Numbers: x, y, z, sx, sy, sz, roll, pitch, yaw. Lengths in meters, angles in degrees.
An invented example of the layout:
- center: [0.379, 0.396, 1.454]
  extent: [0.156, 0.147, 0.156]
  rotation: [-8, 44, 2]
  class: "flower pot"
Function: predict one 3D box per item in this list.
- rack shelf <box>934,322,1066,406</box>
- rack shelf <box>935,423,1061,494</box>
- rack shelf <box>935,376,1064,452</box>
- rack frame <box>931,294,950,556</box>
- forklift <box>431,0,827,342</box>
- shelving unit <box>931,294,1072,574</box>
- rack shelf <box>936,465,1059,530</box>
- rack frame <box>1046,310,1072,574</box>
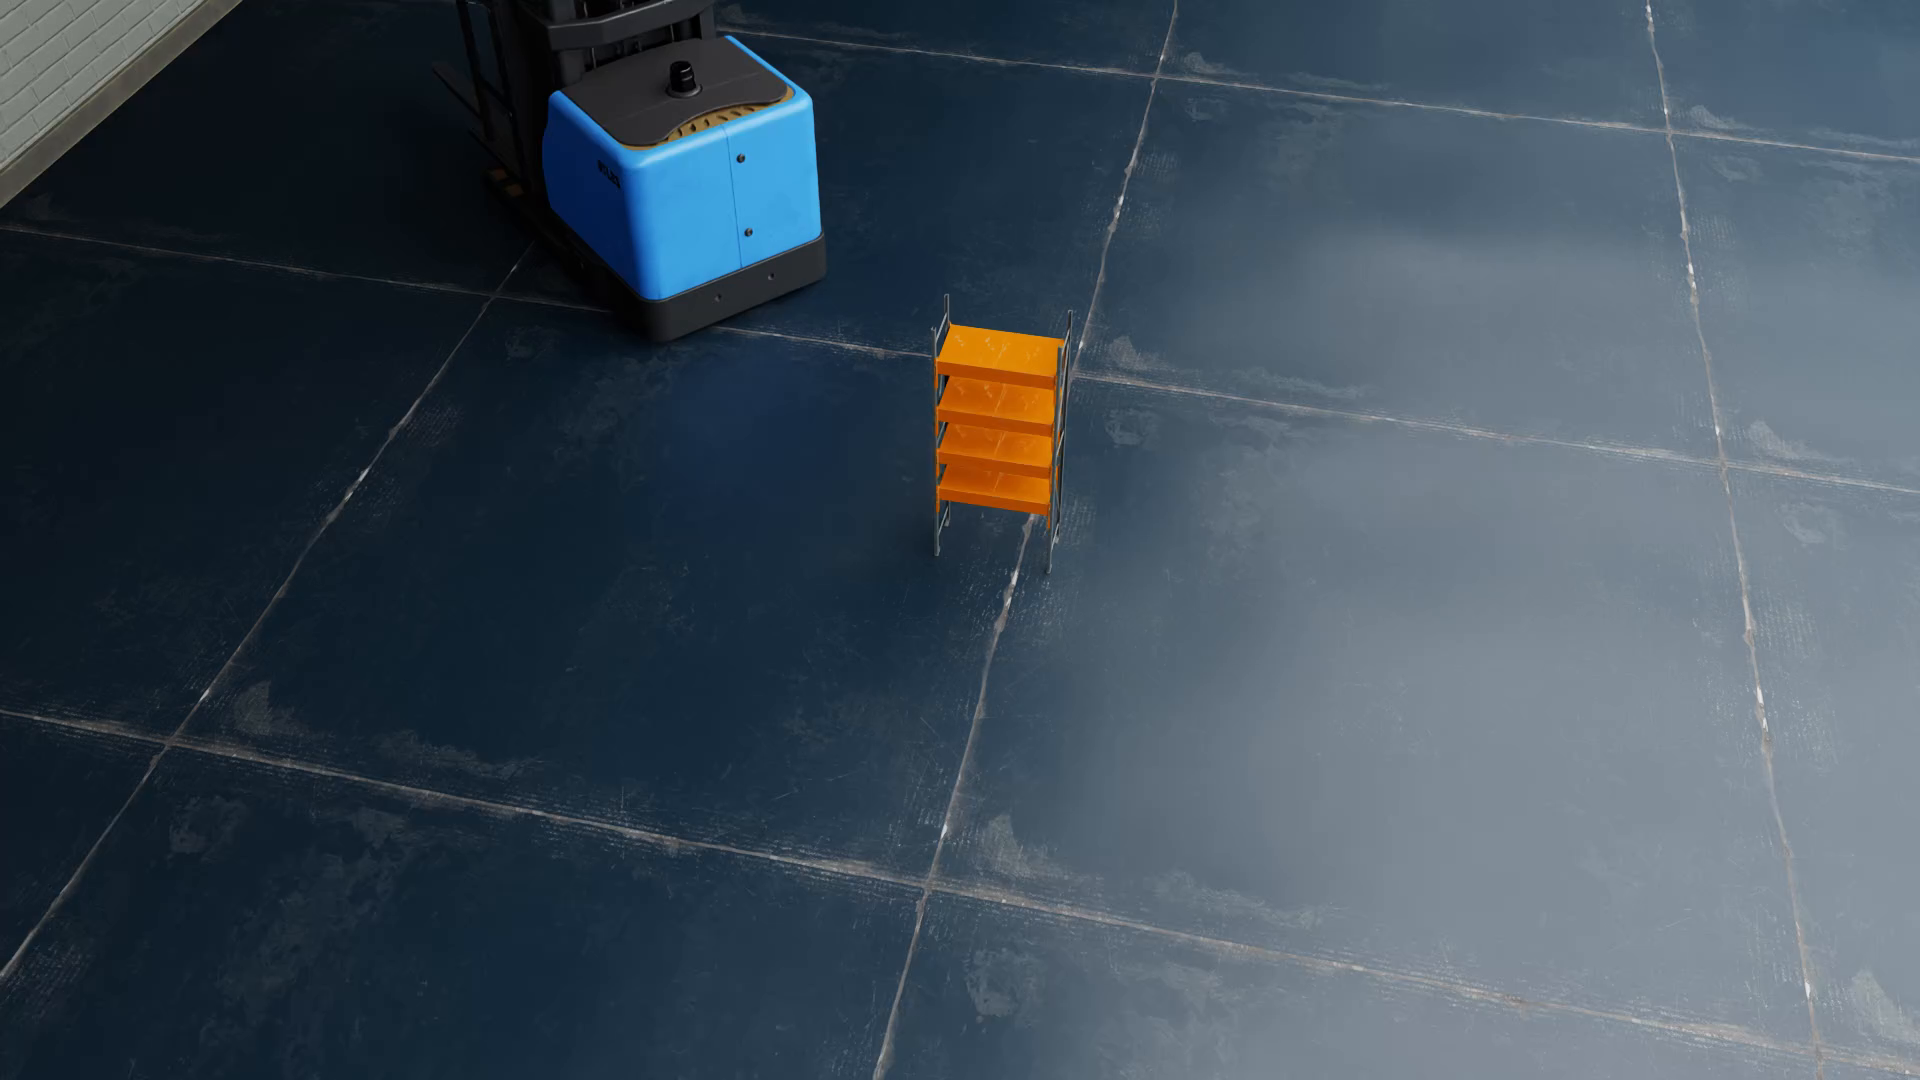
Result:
- center: [0.162, -0.690, 6.495]
  extent: [0.480, 0.148, 0.258]
  rotation: [9, 45, 9]
  class: "rack shelf"
- center: [0.162, -0.359, 6.815]
  extent: [0.480, 0.148, 0.258]
  rotation: [9, 45, 9]
  class: "rack shelf"
- center: [0.162, -0.520, 6.659]
  extent: [0.480, 0.148, 0.258]
  rotation: [9, 45, 9]
  class: "rack shelf"
- center: [-0.077, -0.444, 6.806]
  extent: [0.015, 1.200, 0.240]
  rotation: [9, 45, 9]
  class: "rack frame"
- center: [-1.960, -3.001, 8.215]
  extent: [1.130, 2.935, 3.031]
  rotation: [-27, 50, -25]
  class: "forklift"
- center: [0.162, -0.407, 6.768]
  extent: [0.503, 1.200, 0.258]
  rotation: [9, 45, 9]
  class: "shelving unit"
- center: [0.162, -0.216, 6.952]
  extent: [0.480, 0.148, 0.258]
  rotation: [9, 45, 9]
  class: "rack shelf"
- center: [0.400, -0.370, 6.730]
  extent: [0.015, 1.200, 0.240]
  rotation: [9, 45, 9]
  class: "rack frame"
